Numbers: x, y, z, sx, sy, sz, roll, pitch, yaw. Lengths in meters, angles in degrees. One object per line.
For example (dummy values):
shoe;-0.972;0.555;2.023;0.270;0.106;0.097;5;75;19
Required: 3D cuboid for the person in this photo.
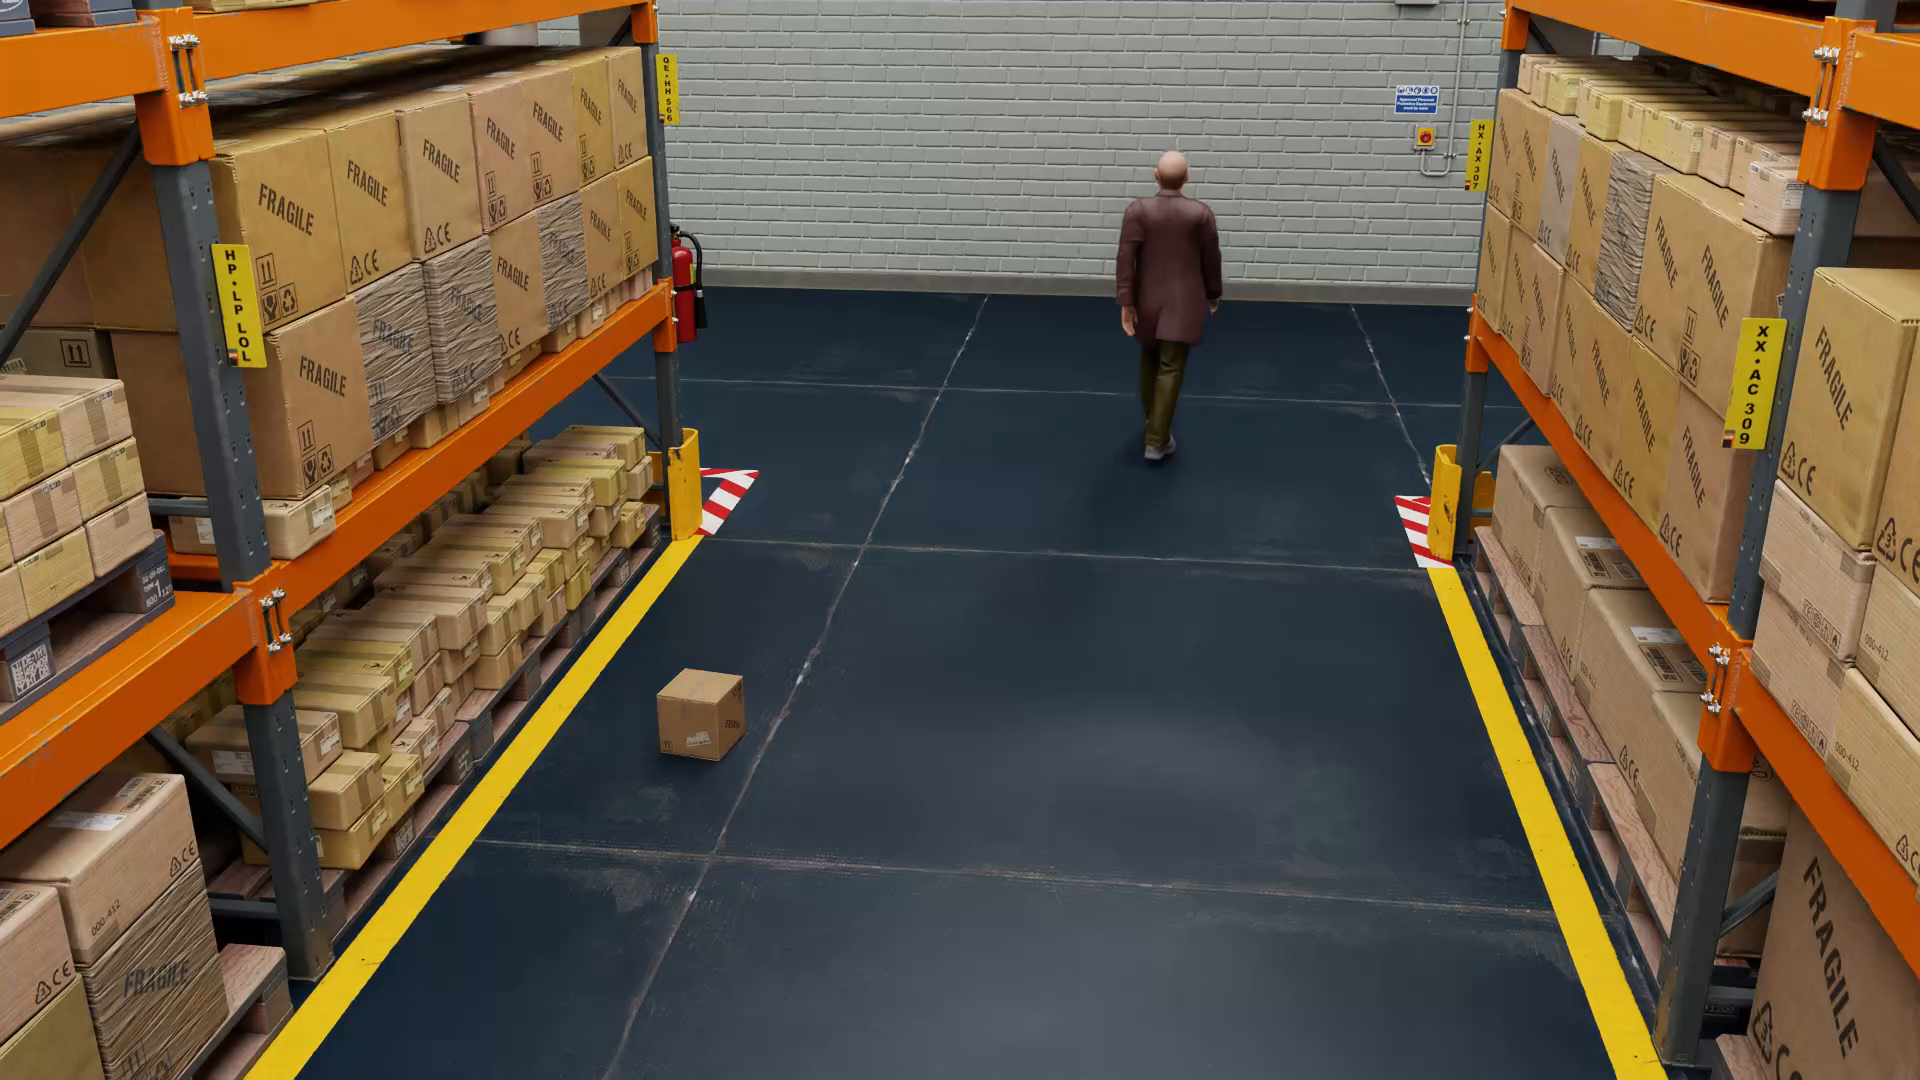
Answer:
person;1.253;-1.411;9.778;0.571;1.760;0.965;8;22;20
